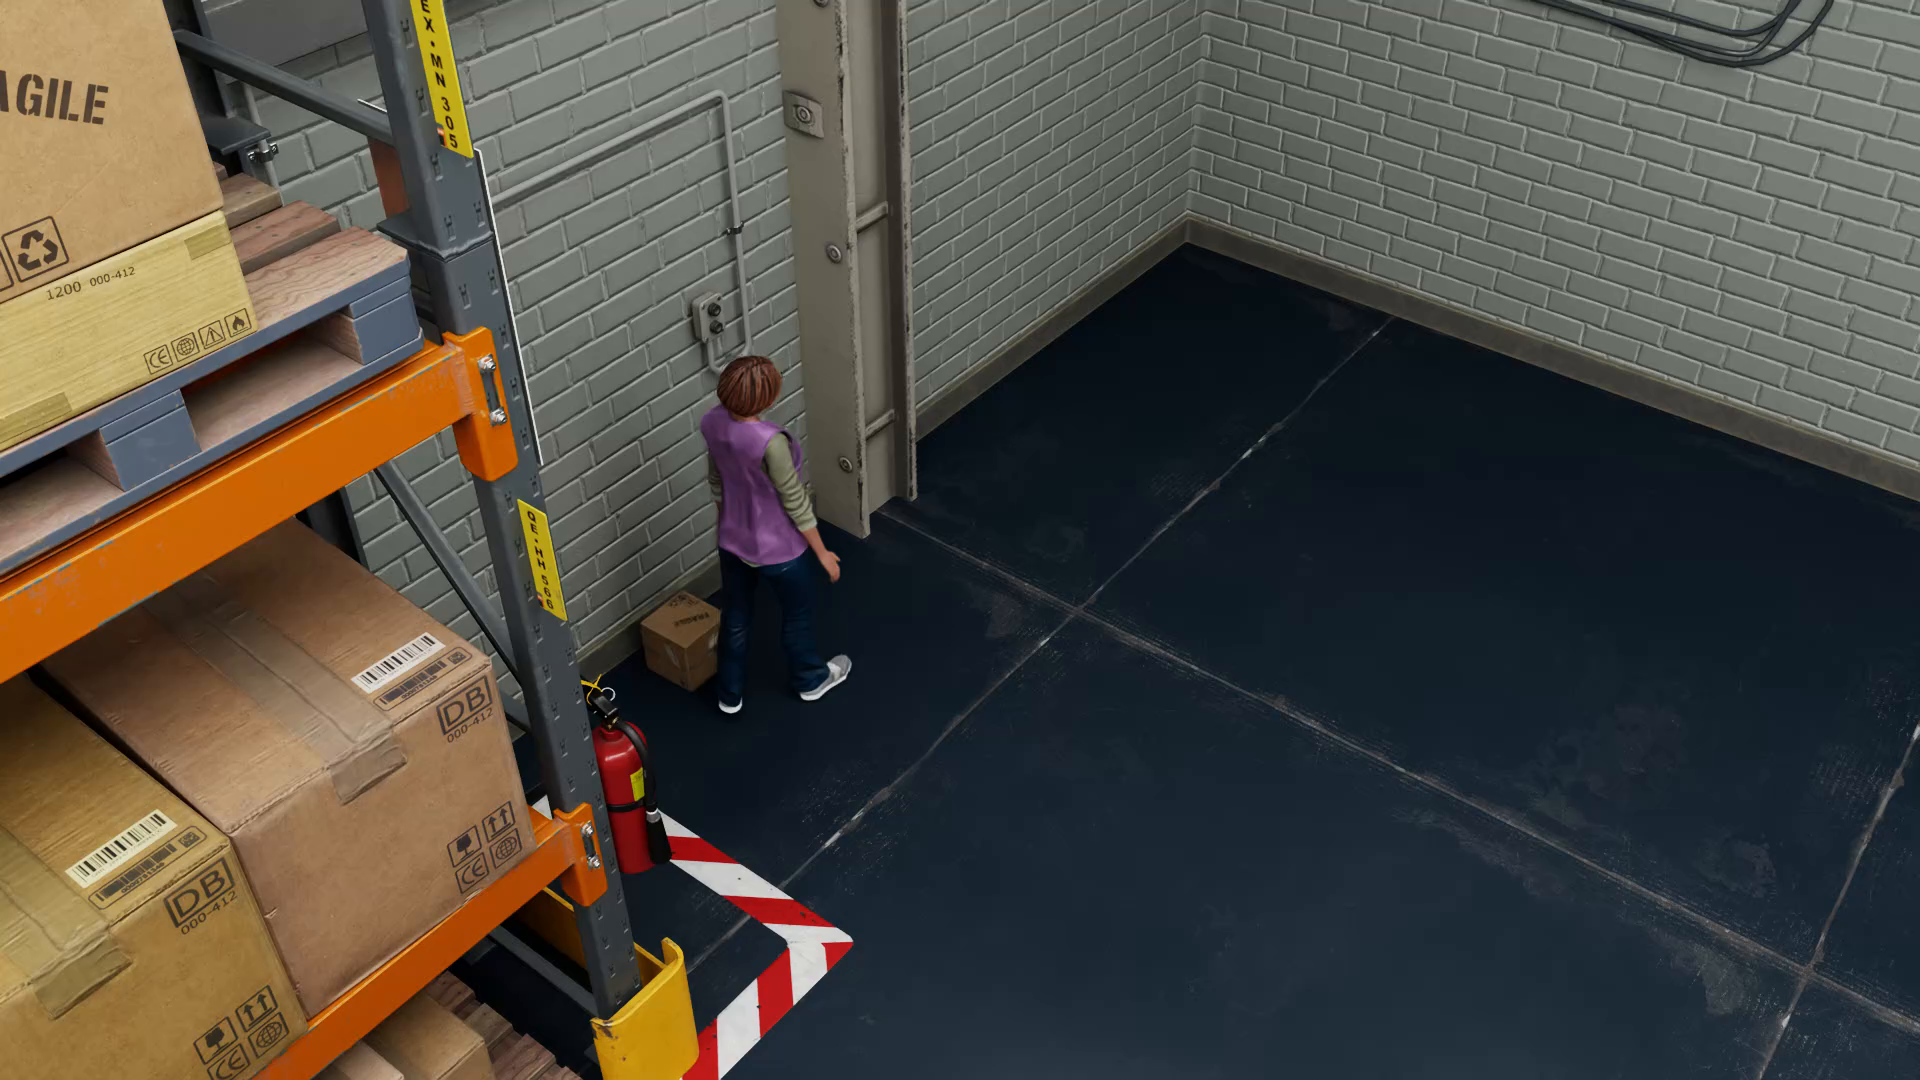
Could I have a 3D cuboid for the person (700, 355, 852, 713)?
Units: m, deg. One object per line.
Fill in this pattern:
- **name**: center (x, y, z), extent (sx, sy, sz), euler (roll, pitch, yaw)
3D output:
- **person**: center (-0.690, -0.006, 6.146), extent (0.561, 1.582, 0.525), euler (24, 45, 27)
